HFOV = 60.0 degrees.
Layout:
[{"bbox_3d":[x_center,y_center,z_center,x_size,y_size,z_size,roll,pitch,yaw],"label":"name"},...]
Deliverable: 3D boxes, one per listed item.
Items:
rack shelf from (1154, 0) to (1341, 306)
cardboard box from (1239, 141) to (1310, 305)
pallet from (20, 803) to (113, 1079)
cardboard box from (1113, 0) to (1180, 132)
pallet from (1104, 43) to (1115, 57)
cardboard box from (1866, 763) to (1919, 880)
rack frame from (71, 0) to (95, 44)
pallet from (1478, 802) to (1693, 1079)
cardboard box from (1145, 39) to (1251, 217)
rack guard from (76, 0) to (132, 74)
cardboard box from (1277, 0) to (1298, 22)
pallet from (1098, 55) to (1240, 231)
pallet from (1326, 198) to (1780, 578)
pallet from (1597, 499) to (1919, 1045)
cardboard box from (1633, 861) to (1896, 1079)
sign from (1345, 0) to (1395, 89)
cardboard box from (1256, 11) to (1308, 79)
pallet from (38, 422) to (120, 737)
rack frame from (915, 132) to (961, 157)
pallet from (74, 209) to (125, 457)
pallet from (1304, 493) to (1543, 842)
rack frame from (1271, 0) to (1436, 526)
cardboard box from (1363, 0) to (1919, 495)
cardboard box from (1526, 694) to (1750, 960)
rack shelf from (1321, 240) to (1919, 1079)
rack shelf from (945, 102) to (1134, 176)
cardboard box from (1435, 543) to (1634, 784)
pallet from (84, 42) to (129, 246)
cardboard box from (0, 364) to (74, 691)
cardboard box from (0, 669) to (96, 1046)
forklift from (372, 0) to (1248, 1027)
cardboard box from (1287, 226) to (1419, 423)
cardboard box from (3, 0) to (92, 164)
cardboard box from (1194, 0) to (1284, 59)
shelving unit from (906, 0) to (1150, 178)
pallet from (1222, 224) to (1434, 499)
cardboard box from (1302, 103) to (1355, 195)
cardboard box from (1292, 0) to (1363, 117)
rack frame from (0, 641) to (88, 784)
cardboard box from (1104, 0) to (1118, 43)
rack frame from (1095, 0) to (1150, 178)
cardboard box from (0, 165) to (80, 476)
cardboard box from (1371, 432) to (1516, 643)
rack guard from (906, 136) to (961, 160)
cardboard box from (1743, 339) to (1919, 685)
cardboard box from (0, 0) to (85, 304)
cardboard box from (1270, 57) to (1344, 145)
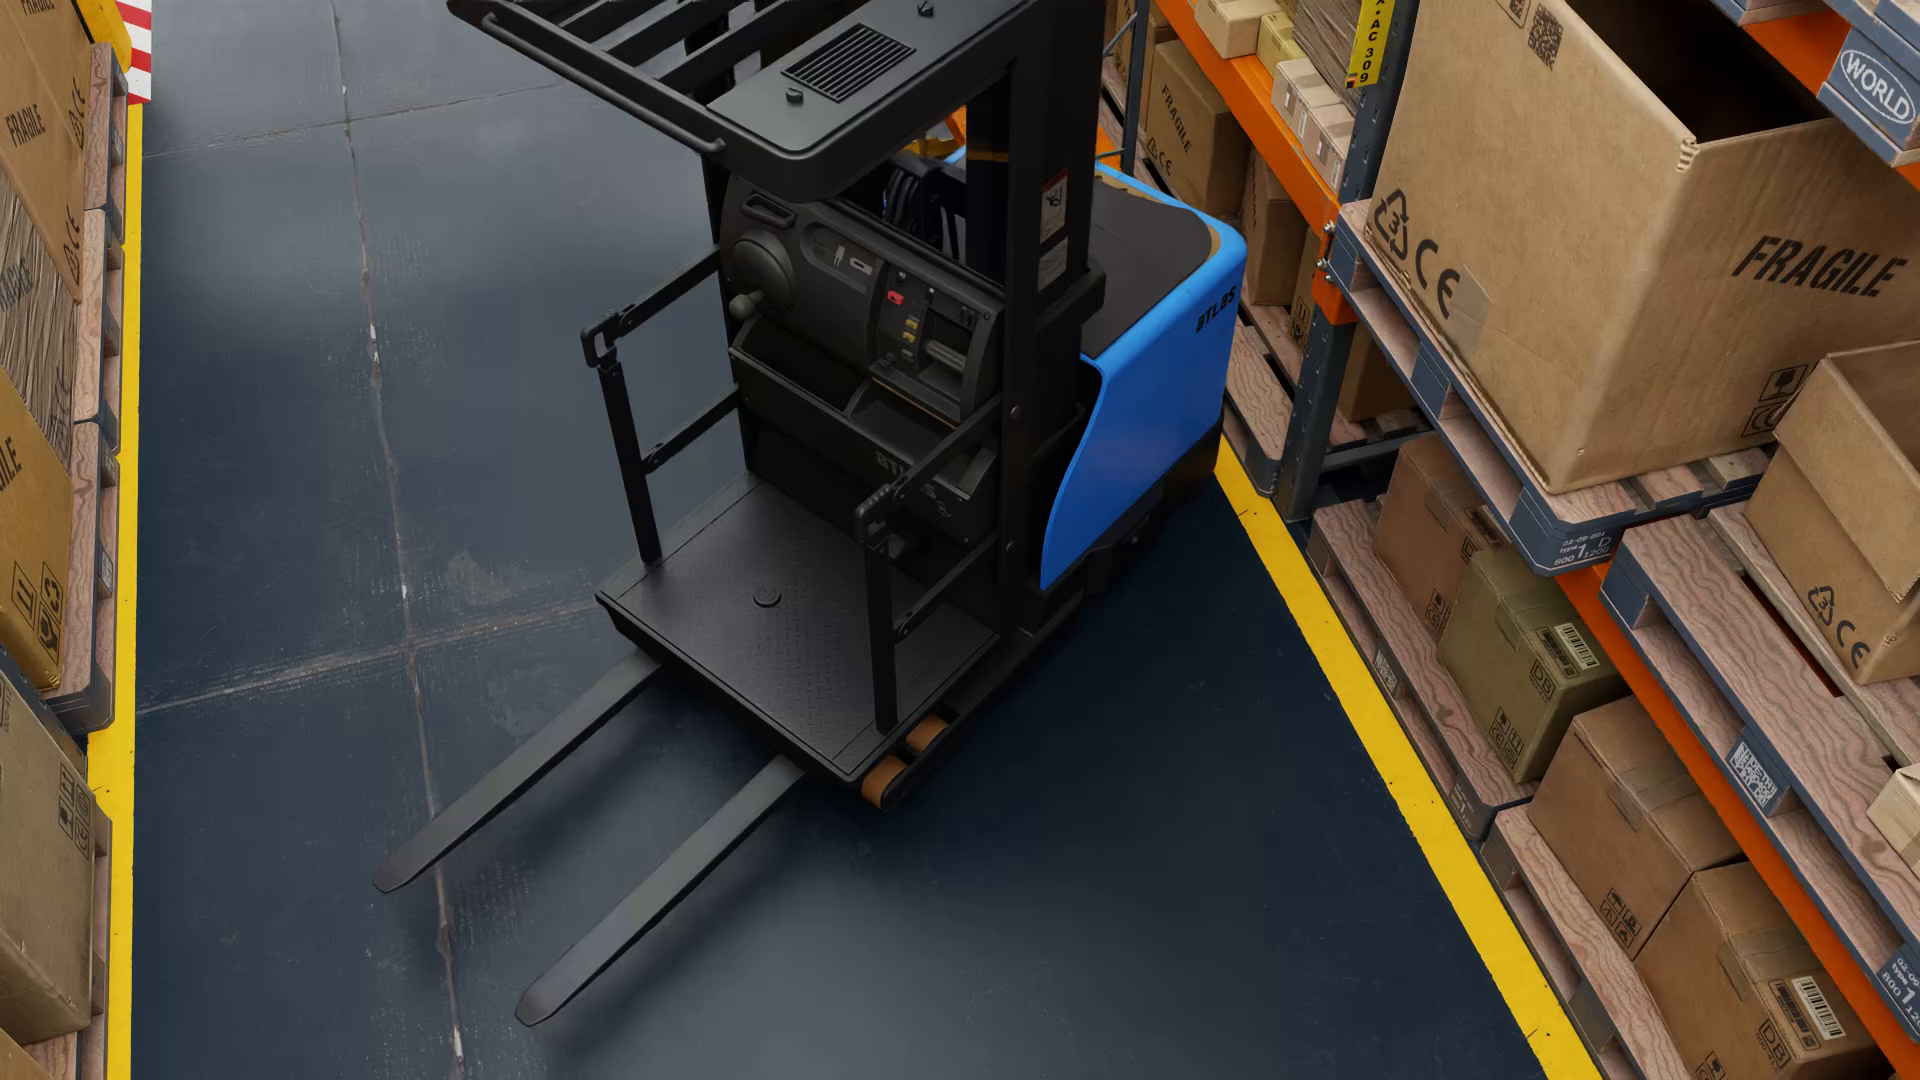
[{"bbox_3d":[1.004,-2.404,6.285,1.077,0.370,4.000,-13,51,-11],"label":"rack shelf"},{"bbox_3d":[1.339,-1.223,6.179,0.500,0.500,0.500,1,50,1],"label":"cardboard box"},{"bbox_3d":[-2.872,1.318,4.501,1.003,0.211,1.213,-13,51,-11],"label":"pallet"},{"bbox_3d":[0.958,-2.076,6.898,0.500,0.500,0.500,-9,50,-8],"label":"cardboard box"},{"bbox_3d":[0.641,-2.541,7.754,1.003,0.211,1.213,-13,51,-11],"label":"pallet"},{"bbox_3d":[2.027,0.498,3.182,0.396,0.266,0.258,-15,51,-12],"label":"cardboard box"},{"bbox_3d":[-4.355,-3.049,6.358,1.000,3.000,0.127,-13,51,-11],"label":"rack frame"},{"bbox_3d":[2.192,1.185,4.613,1.003,0.211,1.213,-13,51,-11],"label":"pallet"},{"bbox_3d":[1.080,-1.658,6.546,0.500,0.500,0.500,-17,52,-14],"label":"cardboard box"},{"bbox_3d":[-4.363,-2.261,7.329,1.175,0.500,0.348,-13,51,-11],"label":"rack guard"},{"bbox_3d":[1.407,-2.019,5.230,0.875,0.500,0.500,-13,51,-11],"label":"cardboard box"},{"bbox_3d":[0.999,-1.651,7.004,1.003,0.211,1.213,-13,51,-11],"label":"pallet"},{"bbox_3d":[1.683,-0.522,4.354,1.003,0.211,1.213,-13,51,-11],"label":"pallet"},{"bbox_3d":[2.154,0.372,3.600,1.003,0.211,1.213,-13,51,-11],"label":"pallet"},{"bbox_3d":[2.211,1.111,4.199,0.700,0.500,0.500,-9,51,-8],"label":"cardboard box"},{"bbox_3d":[1.079,-1.326,4.340,0.100,0.325,0.005,-13,51,-11],"label":"sign"},{"bbox_3d":[1.170,-1.566,5.272,0.380,0.149,0.250,-13,51,-11],"label":"cardboard box"},{"bbox_3d":[-3.323,0.198,5.445,1.003,0.211,1.213,-13,51,-11],"label":"pallet"},{"bbox_3d":[0.054,-2.069,6.513,0.500,1.500,0.032,-15,51,-12],"label":"rack frame"},{"bbox_3d":[-3.687,-0.694,6.197,1.003,0.211,1.213,-13,51,-11],"label":"pallet"},{"bbox_3d":[1.827,0.292,5.366,1.003,0.211,1.213,-13,51,-11],"label":"pallet"},{"bbox_3d":[1.595,-1.175,4.779,1.000,3.000,0.127,-13,51,-11],"label":"rack frame"},{"bbox_3d":[1.697,-0.892,3.873,1.000,1.000,1.000,-13,51,-11],"label":"cardboard box"},{"bbox_3d":[2.045,0.703,4.542,0.700,0.500,0.500,-17,52,-14],"label":"cardboard box"},{"bbox_3d":[2.187,0.518,3.822,1.077,0.370,4.000,-13,51,-11],"label":"rack shelf"},{"bbox_3d":[0.220,-1.586,6.341,0.538,0.185,1.000,-15,51,-12],"label":"rack shelf"},{"bbox_3d":[1.880,0.295,4.887,0.700,0.500,0.500,-14,51,-11],"label":"cardboard box"},{"bbox_3d":[-4.044,-1.584,6.947,1.003,0.211,1.213,-13,51,-11],"label":"pallet"},{"bbox_3d":[-3.292,-0.053,4.948,0.875,0.875,0.875,-13,51,-10],"label":"cardboard box"},{"bbox_3d":[-2.903,0.895,4.230,1.050,0.750,0.750,-14,51,-11],"label":"cardboard box"},{"bbox_3d":[-0.421,-0.569,4.313,1.130,2.935,3.031,33,57,24],"label":"forklift"},{"bbox_3d":[1.515,-0.806,5.828,0.500,0.500,0.500,-15,51,-12],"label":"cardboard box"},{"bbox_3d":[-4.092,-2.019,6.605,0.875,0.875,0.875,-13,51,-11],"label":"cardboard box"},{"bbox_3d":[0.989,-1.723,5.405,0.380,0.149,0.250,-13,51,-11],"label":"cardboard box"},{"bbox_3d":[0.223,-1.695,6.198,0.587,1.500,1.083,-15,51,-12],"label":"shelving unit"},{"bbox_3d":[1.363,-0.759,6.252,1.003,0.211,1.213,-13,51,-11],"label":"pallet"},{"bbox_3d":[1.251,-1.185,4.951,0.380,0.149,0.250,-13,51,-11],"label":"cardboard box"},{"bbox_3d":[1.521,-1.646,4.916,0.875,0.500,0.500,-13,51,-11],"label":"cardboard box"},{"bbox_3d":[-3.173,-0.127,3.895,1.000,3.000,0.127,-13,51,-11],"label":"rack frame"},{"bbox_3d":[0.791,-2.537,7.288,0.500,0.500,0.500,-2,50,-1],"label":"cardboard box"},{"bbox_3d":[0.386,-1.335,5.894,0.500,1.500,0.032,-15,51,-12],"label":"rack frame"},{"bbox_3d":[-3.562,-0.711,5.502,0.875,0.875,0.875,-13,51,-11],"label":"cardboard box"},{"bbox_3d":[1.756,-0.058,5.184,0.700,0.500,0.500,-17,52,-14],"label":"cardboard box"},{"bbox_3d":[0.060,-1.652,6.979,0.587,0.250,0.087,-15,51,-12],"label":"rack guard"},{"bbox_3d":[2.196,-0.098,3.529,0.797,0.503,0.637,-9,50,-7],"label":"cardboard box"},{"bbox_3d":[-3.830,-1.377,6.064,0.875,0.875,0.875,-14,51,-12],"label":"cardboard box"},{"bbox_3d":[1.186,-1.369,5.107,0.380,0.149,0.250,-13,51,-11],"label":"cardboard box"}]
